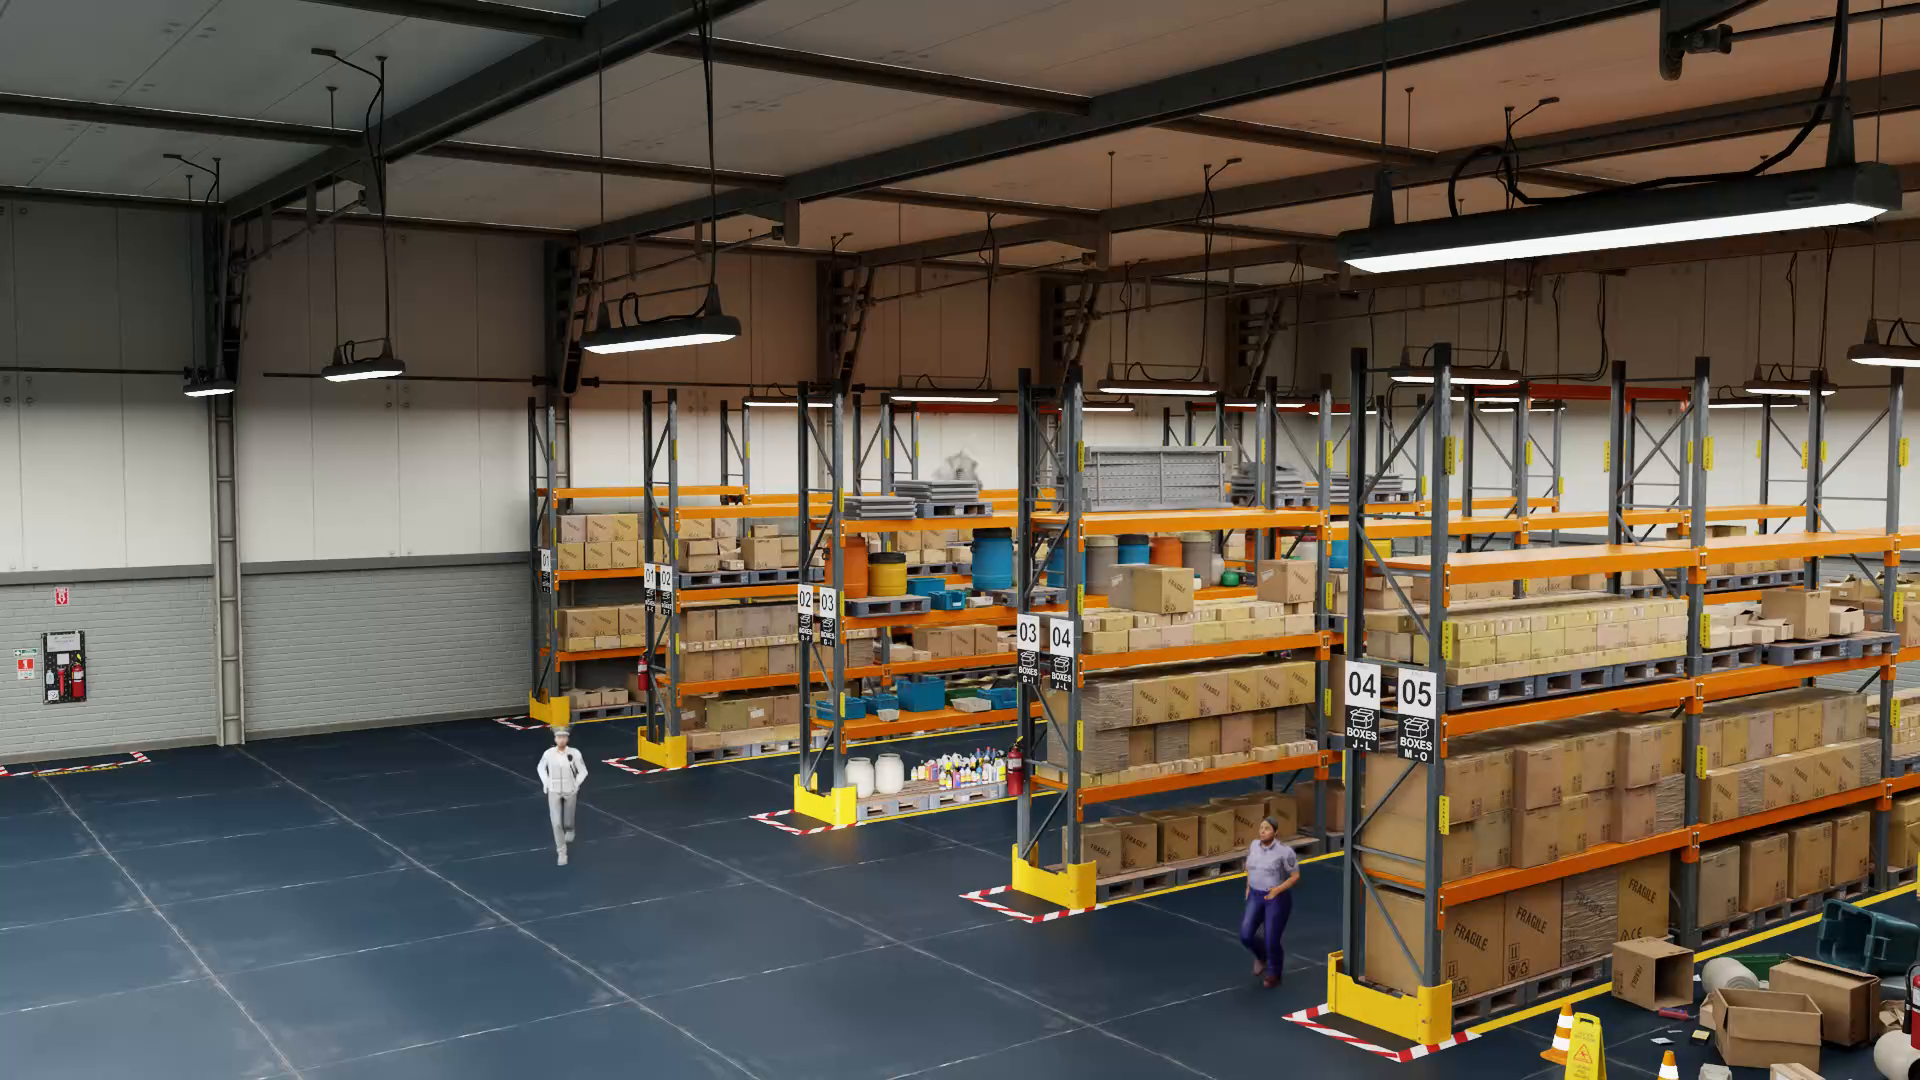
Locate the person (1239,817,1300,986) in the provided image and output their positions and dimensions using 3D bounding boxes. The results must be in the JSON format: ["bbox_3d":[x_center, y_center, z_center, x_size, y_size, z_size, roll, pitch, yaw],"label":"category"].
[{"bbox_3d":[2.904,3.470,15.769,0.599,1.529,0.536,2,4,37],"label":"person"}]

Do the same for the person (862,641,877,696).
[{"bbox_3d":[-1.857,2.475,31.557,0.546,1.664,0.641,3,5,44],"label":"person"}]

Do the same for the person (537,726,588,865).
[{"bbox_3d":[-4.933,3.125,20.623,0.618,1.684,0.762,-1,3,-9],"label":"person"}]
